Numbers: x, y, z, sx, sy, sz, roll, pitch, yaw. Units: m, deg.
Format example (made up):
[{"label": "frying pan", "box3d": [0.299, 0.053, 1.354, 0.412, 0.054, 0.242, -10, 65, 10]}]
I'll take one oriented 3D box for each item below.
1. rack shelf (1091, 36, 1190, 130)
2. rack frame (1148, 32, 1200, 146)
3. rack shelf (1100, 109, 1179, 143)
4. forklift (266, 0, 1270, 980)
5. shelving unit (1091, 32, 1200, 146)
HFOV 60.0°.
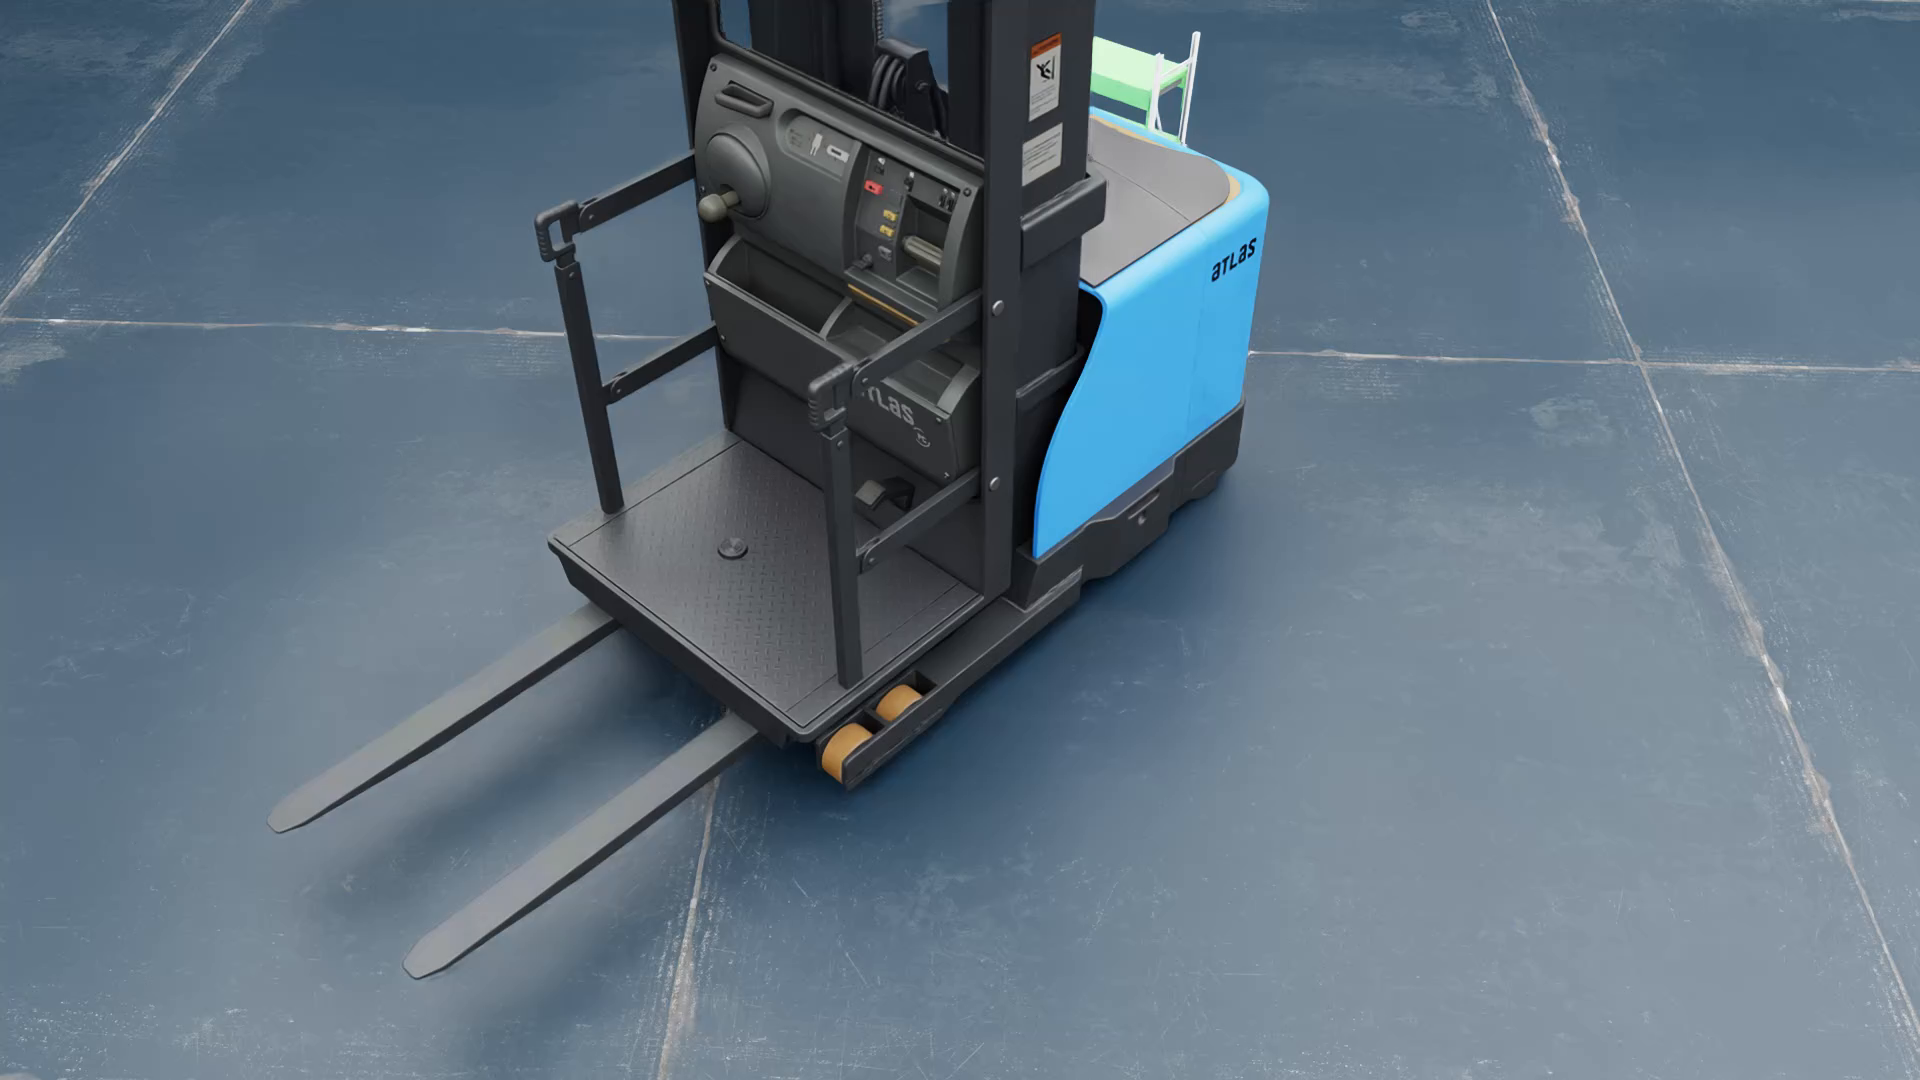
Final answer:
[{"label": "rack shelf", "box3d": [0.470, -1.486, 5.343, 0.480, 0.148, 0.258, 27, 45, 26]}, {"label": "rack frame", "box3d": [0.645, -1.065, 5.500, 0.015, 1.200, 0.240, 27, 45, 26]}, {"label": "rack shelf", "box3d": [0.458, -1.301, 5.495, 0.480, 0.148, 0.258, 27, 45, 26]}, {"label": "forklift", "box3d": [-0.465, -0.803, 3.962, 1.130, 2.935, 3.031, 33, 52, 30]}, {"label": "shelving unit", "box3d": [0.450, -1.165, 5.607, 0.503, 1.200, 0.258, 27, 45, 26]}]
